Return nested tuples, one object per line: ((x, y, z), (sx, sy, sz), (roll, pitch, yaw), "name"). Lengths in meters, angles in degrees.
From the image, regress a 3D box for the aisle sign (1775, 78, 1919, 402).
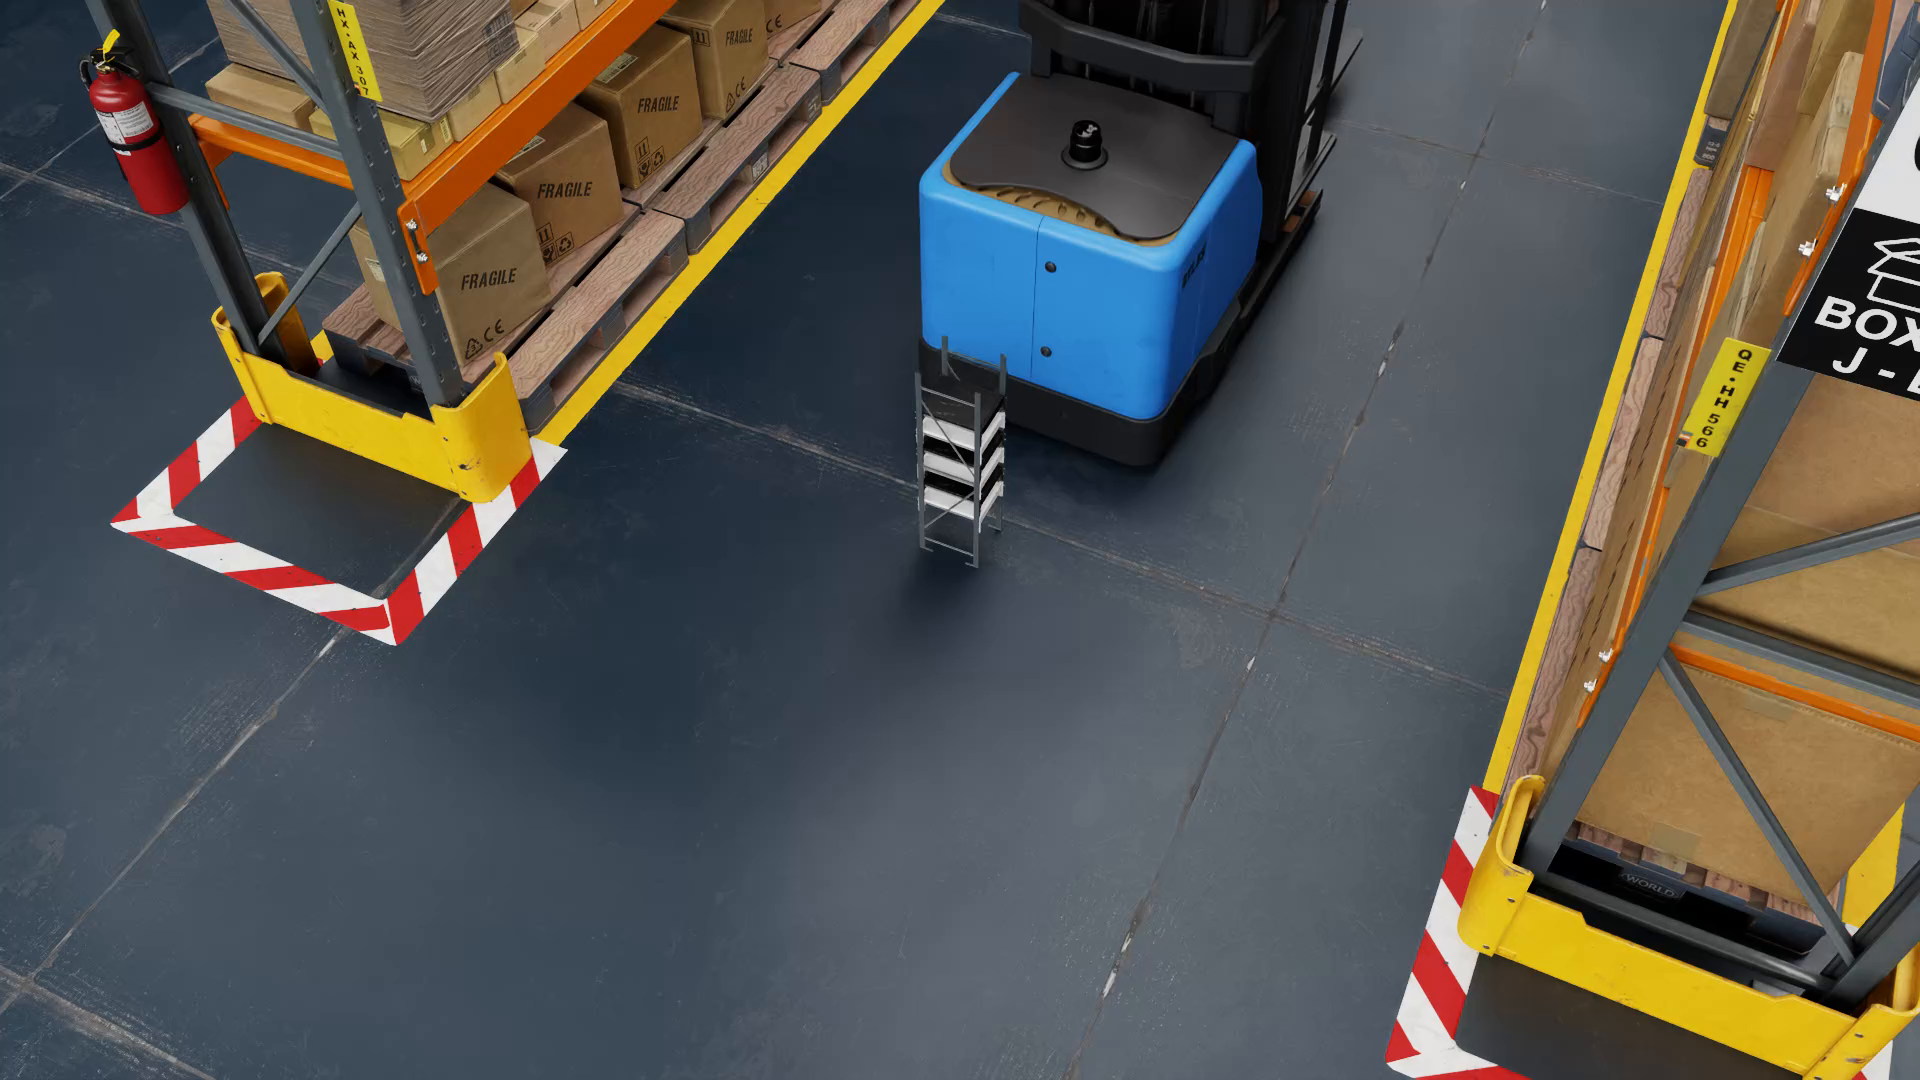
((1.847, -0.559, 3.049), (0.394, 0.787, 0.004), (20, 52, 16), "aisle sign")

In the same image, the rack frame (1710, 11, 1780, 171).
((3.857, -2.422, 6.341), (1.000, 3.000, 0.127), (20, 52, 16), "rack frame")

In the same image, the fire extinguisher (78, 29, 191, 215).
((-2.759, -1.397, 5.520), (0.296, 0.674, 0.183), (20, 52, 16), "fire extinguisher")

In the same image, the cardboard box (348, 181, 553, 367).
((-2.011, -1.102, 6.583), (0.500, 0.500, 0.500), (29, 55, 22), "cardboard box")

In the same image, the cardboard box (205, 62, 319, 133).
((-2.358, -1.533, 5.750), (0.380, 0.149, 0.250), (20, 52, 16), "cardboard box")

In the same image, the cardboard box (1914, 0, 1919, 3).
((1.984, -1.066, 3.042), (0.380, 0.149, 0.250), (20, 52, 16), "cardboard box")

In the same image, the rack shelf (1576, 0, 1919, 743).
((3.003, -0.812, 5.444), (1.077, 0.370, 4.000), (20, 52, 16), "rack shelf")

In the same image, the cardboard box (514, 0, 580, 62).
((-1.623, -1.901, 6.063), (0.380, 0.149, 0.250), (20, 52, 16), "cardboard box")

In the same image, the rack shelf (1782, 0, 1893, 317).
((3.003, -1.784, 4.301), (1.077, 0.370, 4.000), (20, 52, 16), "rack shelf")

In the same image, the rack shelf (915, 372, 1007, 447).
((0.003, -0.451, 5.732), (0.258, 0.077, 0.200), (20, 52, 16), "rack shelf")

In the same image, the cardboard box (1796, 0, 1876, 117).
((2.964, -1.467, 4.721), (0.875, 0.550, 0.500), (20, 52, 16), "cardboard box")

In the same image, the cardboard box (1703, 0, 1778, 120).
((4.041, -2.286, 7.427), (1.050, 0.750, 0.750), (20, 52, 16), "cardboard box")

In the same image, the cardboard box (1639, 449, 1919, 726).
((2.266, 0.013, 4.171), (0.875, 0.550, 0.550), (20, 52, 16), "cardboard box")

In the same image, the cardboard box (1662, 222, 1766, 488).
((2.481, -0.372, 4.499), (0.875, 0.550, 0.550), (20, 52, 16), "cardboard box")

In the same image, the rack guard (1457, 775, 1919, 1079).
((2.138, 1.159, 4.936), (1.175, 0.500, 0.348), (20, 52, 16), "rack guard")

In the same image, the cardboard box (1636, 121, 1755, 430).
((3.144, -0.837, 6.112), (0.875, 0.875, 0.875), (20, 53, 16), "cardboard box")

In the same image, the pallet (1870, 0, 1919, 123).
((2.456, -1.125, 3.327), (1.003, 0.211, 1.213), (20, 52, 16), "pallet")

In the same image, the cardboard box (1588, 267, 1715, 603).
((2.752, -0.210, 5.579), (0.875, 0.875, 0.875), (19, 52, 16), "cardboard box")

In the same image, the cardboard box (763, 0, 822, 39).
((-1.029, -2.772, 8.005), (0.500, 0.500, 0.500), (36, 58, 27), "cardboard box")

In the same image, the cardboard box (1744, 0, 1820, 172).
((3.159, -1.493, 5.453), (0.875, 0.550, 0.550), (20, 52, 16), "cardboard box")

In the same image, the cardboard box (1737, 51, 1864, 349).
((2.493, -0.718, 4.084), (0.875, 0.550, 0.550), (20, 52, 16), "cardboard box")

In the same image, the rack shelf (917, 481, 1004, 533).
((0.003, -0.159, 6.075), (0.258, 0.077, 0.200), (20, 52, 16), "rack shelf")

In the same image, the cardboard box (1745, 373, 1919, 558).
((2.342, -0.309, 3.736), (0.875, 0.550, 0.550), (20, 52, 16), "cardboard box")

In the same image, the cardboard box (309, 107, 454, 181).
((-1.956, -1.388, 5.627), (0.380, 0.149, 0.250), (20, 52, 16), "cardboard box")

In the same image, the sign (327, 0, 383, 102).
((-1.802, -1.455, 4.950), (0.100, 0.325, 0.005), (20, 52, 16), "sign")

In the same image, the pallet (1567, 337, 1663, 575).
((2.942, -0.177, 6.262), (1.003, 0.211, 1.213), (20, 52, 16), "pallet")

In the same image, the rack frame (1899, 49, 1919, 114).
((2.148, -1.612, 1.713), (1.000, 3.000, 0.127), (20, 52, 16), "rack frame")

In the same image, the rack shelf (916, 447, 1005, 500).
((0.003, -0.276, 5.937), (0.258, 0.077, 0.200), (20, 52, 16), "rack shelf")

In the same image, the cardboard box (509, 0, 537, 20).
((-1.928, -2.233, 5.920), (0.875, 0.500, 0.500), (20, 52, 16), "cardboard box")

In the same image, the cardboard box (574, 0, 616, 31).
((-1.510, -2.070, 6.207), (0.380, 0.149, 0.250), (20, 52, 16), "cardboard box")

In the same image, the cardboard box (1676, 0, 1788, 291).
((3.525, -1.459, 6.642), (0.875, 0.875, 0.875), (21, 53, 17), "cardboard box")

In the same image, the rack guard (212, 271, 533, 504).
((-2.261, -0.593, 6.427), (1.175, 0.500, 0.348), (20, 52, 16), "rack guard")

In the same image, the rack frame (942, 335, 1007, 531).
((0.047, -0.367, 5.972), (0.240, 0.900, 0.006), (20, 52, 16), "rack frame")

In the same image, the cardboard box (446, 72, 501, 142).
((-1.832, -1.554, 5.768), (0.380, 0.149, 0.250), (20, 52, 16), "cardboard box")

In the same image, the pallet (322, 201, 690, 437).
((-1.882, -1.048, 7.003), (1.003, 0.211, 1.213), (20, 52, 16), "pallet")

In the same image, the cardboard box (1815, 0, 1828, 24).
((3.184, -1.834, 5.034), (0.875, 0.550, 0.550), (20, 52, 16), "cardboard box")

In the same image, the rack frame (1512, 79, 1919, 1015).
((2.148, 0.332, 3.998), (1.000, 3.000, 0.127), (20, 52, 16), "rack frame")

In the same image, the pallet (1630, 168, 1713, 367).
((3.462, -1.020, 6.980), (1.003, 0.211, 1.213), (20, 52, 16), "pallet")

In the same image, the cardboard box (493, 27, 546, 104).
((-1.711, -1.722, 5.910), (0.380, 0.149, 0.250), (20, 52, 16), "cardboard box")

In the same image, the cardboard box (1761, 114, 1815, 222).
((3.023, -1.096, 5.114), (0.875, 0.550, 0.500), (20, 52, 16), "cardboard box")

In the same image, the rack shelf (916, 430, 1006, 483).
((0.003, -0.334, 5.869), (0.258, 0.077, 0.200), (20, 52, 16), "rack shelf")

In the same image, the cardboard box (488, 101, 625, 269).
((-1.787, -1.525, 6.943), (0.500, 0.500, 0.500), (33, 57, 25), "cardboard box")

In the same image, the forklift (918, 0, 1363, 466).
((0.960, -2.367, 6.339), (1.130, 2.935, 3.031), (21, 53, 17), "forklift")

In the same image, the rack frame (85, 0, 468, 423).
((-2.293, -1.351, 5.430), (1.000, 3.000, 0.127), (20, 52, 16), "rack frame")

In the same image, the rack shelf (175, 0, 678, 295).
((-1.439, -2.495, 6.876), (1.077, 0.370, 4.000), (20, 52, 16), "rack shelf")

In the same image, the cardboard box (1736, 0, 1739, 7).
((4.457, -2.949, 7.991), (1.050, 0.750, 0.750), (20, 52, 16), "cardboard box")

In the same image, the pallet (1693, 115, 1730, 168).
((4.119, -2.074, 7.876), (1.003, 0.211, 1.213), (20, 52, 16), "pallet")

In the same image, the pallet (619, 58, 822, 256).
((-1.359, -1.885, 7.715), (1.003, 0.211, 1.213), (20, 52, 16), "pallet")

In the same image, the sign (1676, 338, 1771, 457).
((1.664, -0.306, 3.625), (0.100, 0.325, 0.005), (20, 52, 16), "sign")

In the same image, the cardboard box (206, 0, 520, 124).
((-2.033, -1.850, 5.593), (0.875, 0.500, 0.500), (20, 52, 16), "cardboard box")

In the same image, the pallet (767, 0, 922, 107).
((-0.839, -2.728, 8.433), (1.003, 0.211, 1.213), (20, 52, 16), "pallet")

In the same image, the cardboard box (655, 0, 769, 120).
((-1.223, -2.319, 7.619), (0.500, 0.500, 0.500), (16, 51, 13), "cardboard box")

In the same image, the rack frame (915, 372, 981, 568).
((-0.040, -0.227, 5.852), (0.240, 0.900, 0.006), (20, 52, 16), "rack frame")

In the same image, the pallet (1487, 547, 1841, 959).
((2.419, 0.660, 5.550), (1.003, 0.211, 1.213), (20, 52, 16), "pallet")

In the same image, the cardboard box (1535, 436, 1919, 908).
((2.378, 0.396, 5.063), (0.875, 0.875, 0.875), (20, 53, 16), "cardboard box")

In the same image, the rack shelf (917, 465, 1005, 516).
((0.003, -0.217, 6.006), (0.258, 0.077, 0.200), (20, 52, 16), "rack shelf")

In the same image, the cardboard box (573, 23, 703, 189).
((-1.502, -1.949, 7.305), (0.500, 0.500, 0.500), (24, 54, 19), "cardboard box")

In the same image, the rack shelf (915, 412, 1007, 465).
((0.003, -0.392, 5.800), (0.258, 0.077, 0.200), (20, 52, 16), "rack shelf")

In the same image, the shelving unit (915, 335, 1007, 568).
((0.003, -0.297, 5.912), (0.258, 0.900, 0.210), (20, 52, 16), "shelving unit")
